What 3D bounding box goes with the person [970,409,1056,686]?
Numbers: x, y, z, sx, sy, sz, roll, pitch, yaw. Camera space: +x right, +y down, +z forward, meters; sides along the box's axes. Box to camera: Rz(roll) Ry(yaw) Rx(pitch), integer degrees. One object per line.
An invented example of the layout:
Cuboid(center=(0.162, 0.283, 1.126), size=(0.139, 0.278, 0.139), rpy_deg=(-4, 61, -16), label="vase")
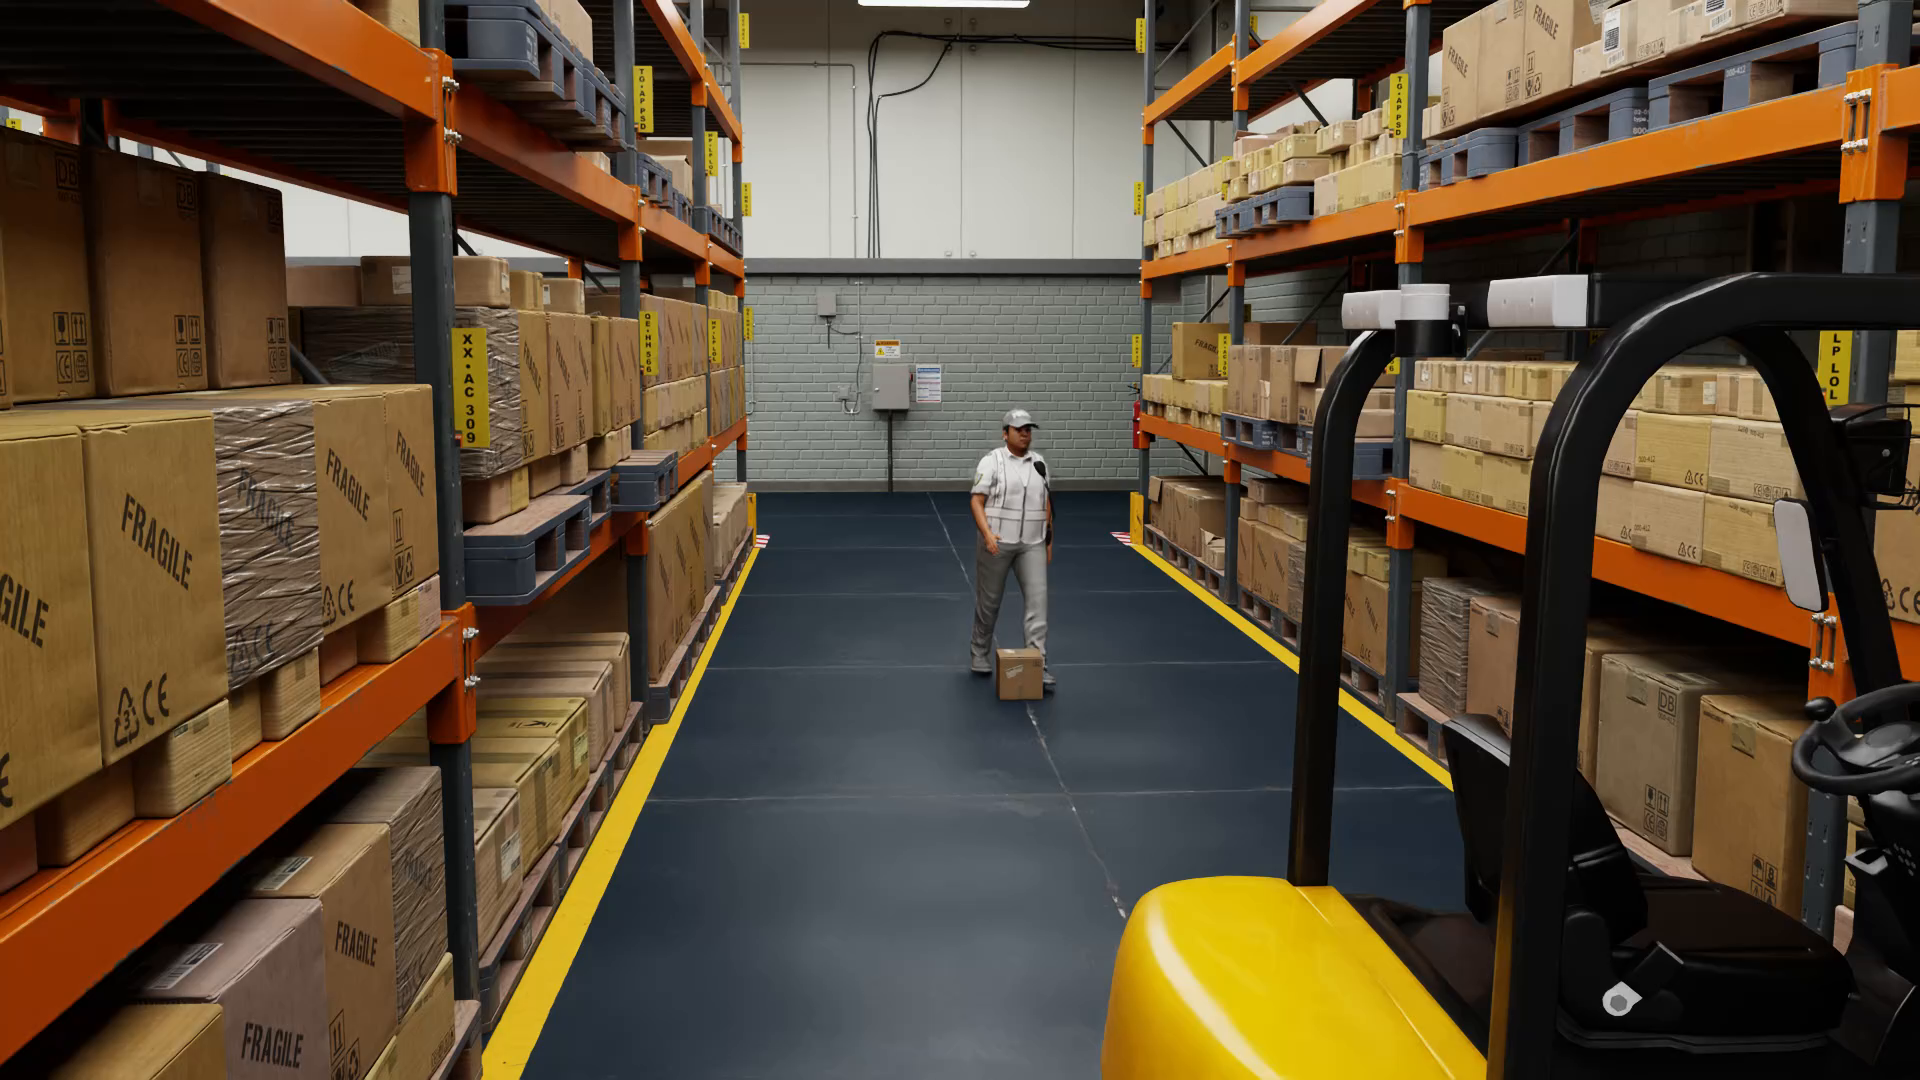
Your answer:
Cuboid(center=(0.342, 0.035, 9.996), size=(0.540, 1.628, 0.883), rpy_deg=(-1, 7, -11), label="person")
